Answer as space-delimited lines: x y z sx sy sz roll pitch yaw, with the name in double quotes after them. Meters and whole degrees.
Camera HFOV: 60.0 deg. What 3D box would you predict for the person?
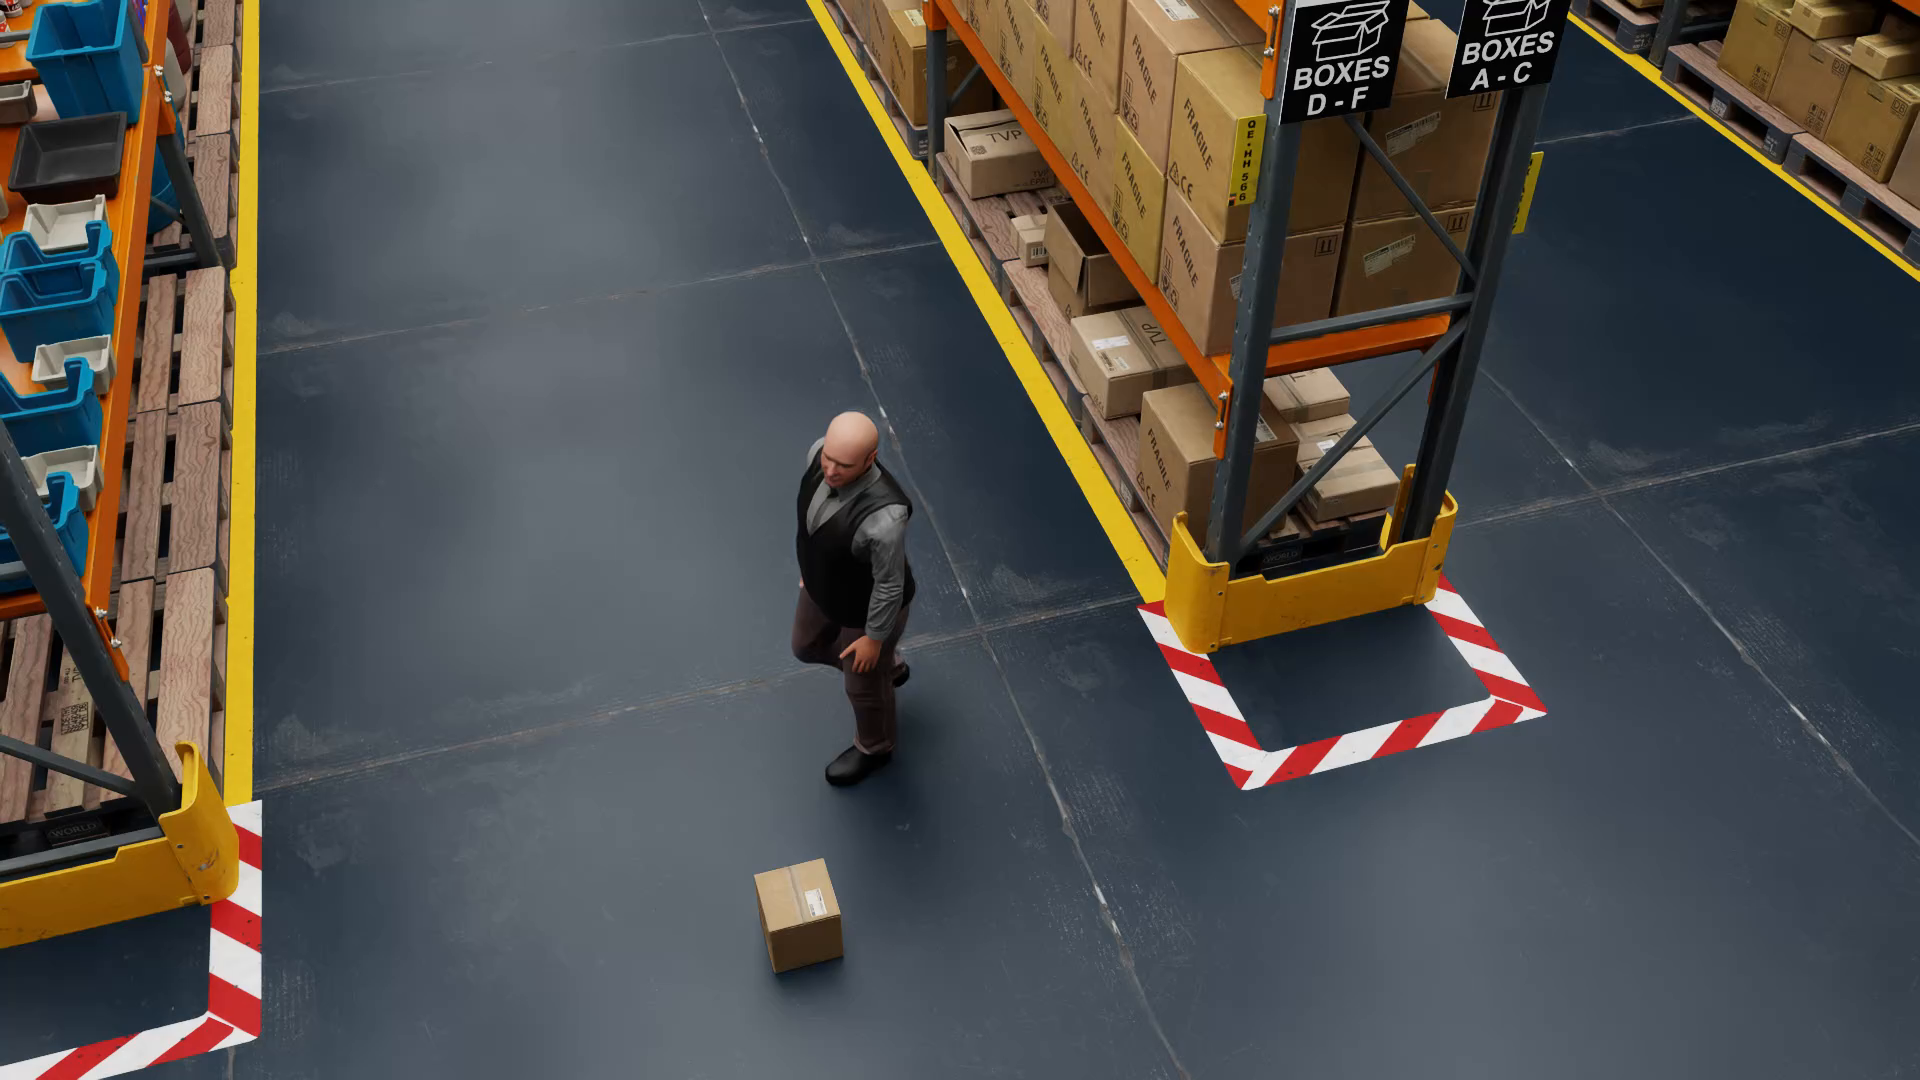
-0.332 0.180 5.954 0.497 1.720 0.584 -23 47 -24 "person"
